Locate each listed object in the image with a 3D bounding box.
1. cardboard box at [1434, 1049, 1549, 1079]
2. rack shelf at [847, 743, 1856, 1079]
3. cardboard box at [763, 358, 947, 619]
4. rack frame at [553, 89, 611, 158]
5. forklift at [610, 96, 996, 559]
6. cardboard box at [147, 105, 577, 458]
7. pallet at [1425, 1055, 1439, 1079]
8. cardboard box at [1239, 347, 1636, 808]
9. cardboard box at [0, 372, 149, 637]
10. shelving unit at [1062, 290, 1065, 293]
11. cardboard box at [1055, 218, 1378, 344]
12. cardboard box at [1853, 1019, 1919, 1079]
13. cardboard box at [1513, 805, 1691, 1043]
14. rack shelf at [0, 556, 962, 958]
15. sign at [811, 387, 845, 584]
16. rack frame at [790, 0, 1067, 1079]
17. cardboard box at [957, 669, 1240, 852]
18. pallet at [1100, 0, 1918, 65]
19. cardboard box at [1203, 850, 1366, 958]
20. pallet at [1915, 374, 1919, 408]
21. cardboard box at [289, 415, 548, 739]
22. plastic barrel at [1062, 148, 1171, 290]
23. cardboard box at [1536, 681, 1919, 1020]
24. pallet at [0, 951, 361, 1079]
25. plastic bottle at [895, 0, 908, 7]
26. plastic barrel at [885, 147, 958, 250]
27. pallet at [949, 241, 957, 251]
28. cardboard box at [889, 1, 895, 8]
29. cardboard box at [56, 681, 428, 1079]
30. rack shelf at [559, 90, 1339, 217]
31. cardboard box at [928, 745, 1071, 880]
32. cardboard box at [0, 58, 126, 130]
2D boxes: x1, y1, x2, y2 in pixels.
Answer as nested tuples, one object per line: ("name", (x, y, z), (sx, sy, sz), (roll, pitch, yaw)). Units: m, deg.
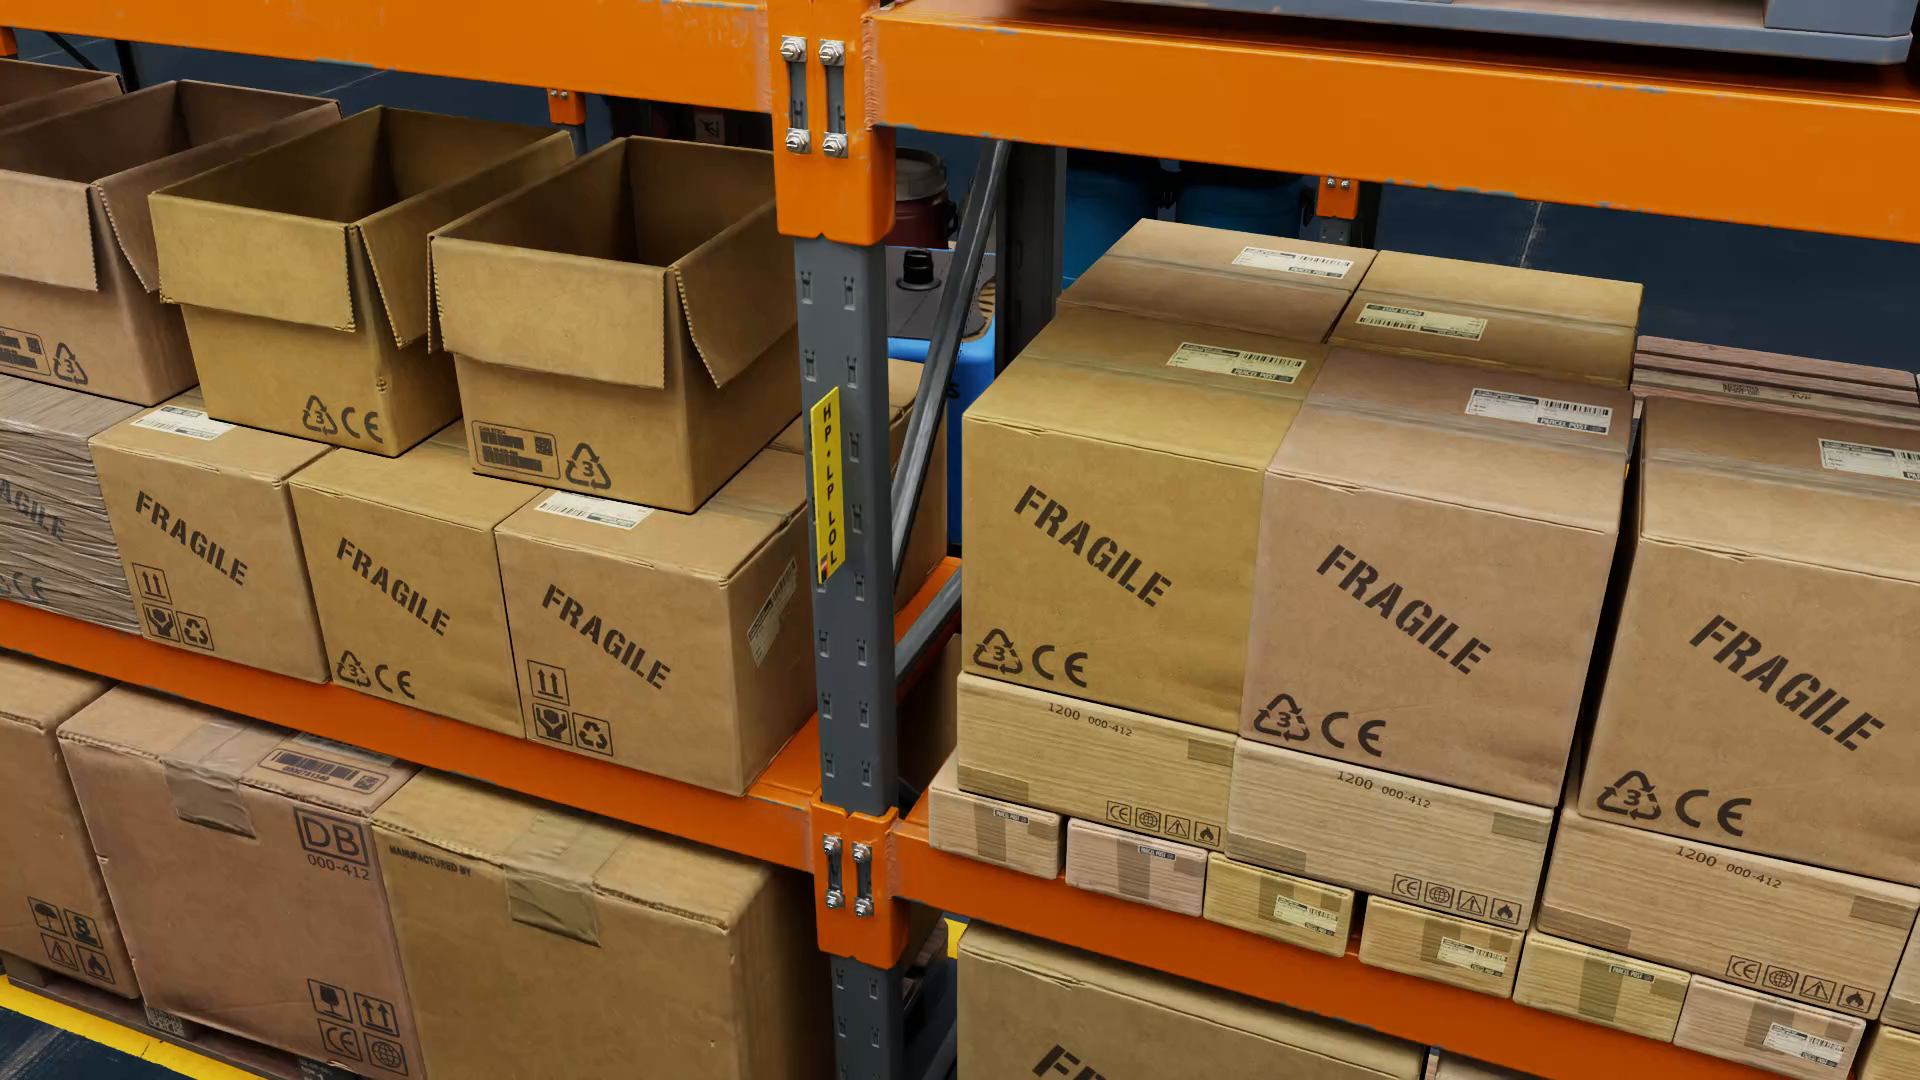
("cardboard box", (1.394, 1.199, 3.313), (0.875, 0.875, 0.875), (11, 31, 19))
("rack shelf", (1.832, 0.815, 2.991), (4.000, 0.370, 1.077), (11, 31, 19))
("cardboard box", (-0.354, -0.111, 3.796), (0.500, 0.500, 0.500), (11, 31, 19))
("rack frame", (-1.866, -2.867, 8.774), (0.127, 3.000, 1.000), (11, 31, 19))
("forklift", (-1.244, -1.389, 6.229), (3.031, 2.935, 1.130), (6, 30, 11))
("cardboard box", (-1.248, -0.595, 3.634), (0.637, 0.503, 0.797), (12, 32, 20))
("pallet", (0.654, 1.522, 3.843), (1.213, 0.211, 1.003), (11, 31, 19))
("cardboard box", (0.779, 0.041, 2.718), (0.500, 0.500, 0.500), (11, 31, 19))
("cardboard box", (-1.963, -0.157, 3.878), (0.500, 0.500, 0.500), (11, 31, 19))
("shelving unit", (0.500, -0.473, 6.368), (0.503, 1.200, 0.258), (6, 30, 11))
("cardboard box", (0.505, -0.296, 3.313), (0.500, 0.500, 0.500), (12, 32, 21))
("cardboard box", (1.572, 0.735, 2.657), (0.250, 0.149, 0.380), (10, 31, 18))
("cardboard box", (1.097, 0.639, 2.826), (0.250, 0.149, 0.380), (11, 31, 18))
("rack shelf", (-1.875, 0.075, 4.300), (4.000, 0.370, 1.077), (11, 31, 19))
("sign", (-0.217, -0.089, 2.762), (0.005, 0.325, 0.100), (11, 31, 19))
("rack frame", (-0.022, 0.132, 3.469), (0.127, 3.000, 1.000), (11, 31, 19))
("cardboard box", (0.315, 0.274, 3.067), (0.500, 0.250, 0.500), (11, 31, 18))
("pallet", (0.733, -0.980, 2.476), (1.213, 0.211, 1.003), (11, 31, 19))
("cardboard box", (0.615, 0.544, 2.994), (0.250, 0.149, 0.380), (12, 32, 21))
("pallet", (4.797, -0.343, 7.142), (1.213, 0.211, 1.003), (11, 31, 19))
("cardboard box", (-1.014, 0.031, 3.544), (0.500, 0.500, 0.500), (12, 32, 21))
("plastic barrel", (0.687, -1.636, 8.301), (0.708, 0.901, 0.600), (11, 31, 19))
("cardboard box", (1.256, 0.461, 2.736), (0.500, 0.250, 0.500), (12, 32, 20))
("pallet", (-1.899, 1.012, 4.745), (1.213, 0.211, 1.003), (11, 31, 19))
("plastic bottle", (-0.272, -2.724, 8.640), (0.133, 0.283, 0.061), (11, 31, 19))
("plastic barrel", (-0.360, -1.708, 8.748), (0.708, 0.588, 0.600), (11, 31, 19))
("pallet", (0.007, -1.300, 8.835), (1.213, 0.211, 1.003), (11, 31, 19))
("cardboard box", (-0.578, -4.339, 13.176), (0.500, 0.311, 0.500), (12, 32, 20))
("cardboard box", (-1.451, 0.600, 4.373), (0.875, 0.875, 1.225), (10, 31, 17))
("rack shelf", (-0.013, -2.184, 8.296), (4.000, 0.370, 1.077), (11, 31, 19))
("cardboard box", (0.127, 0.447, 3.165), (0.250, 0.149, 0.380), (11, 31, 19))
("cardboard box", (-2.454, -0.824, 4.039), (0.637, 0.503, 0.797), (12, 32, 20))
